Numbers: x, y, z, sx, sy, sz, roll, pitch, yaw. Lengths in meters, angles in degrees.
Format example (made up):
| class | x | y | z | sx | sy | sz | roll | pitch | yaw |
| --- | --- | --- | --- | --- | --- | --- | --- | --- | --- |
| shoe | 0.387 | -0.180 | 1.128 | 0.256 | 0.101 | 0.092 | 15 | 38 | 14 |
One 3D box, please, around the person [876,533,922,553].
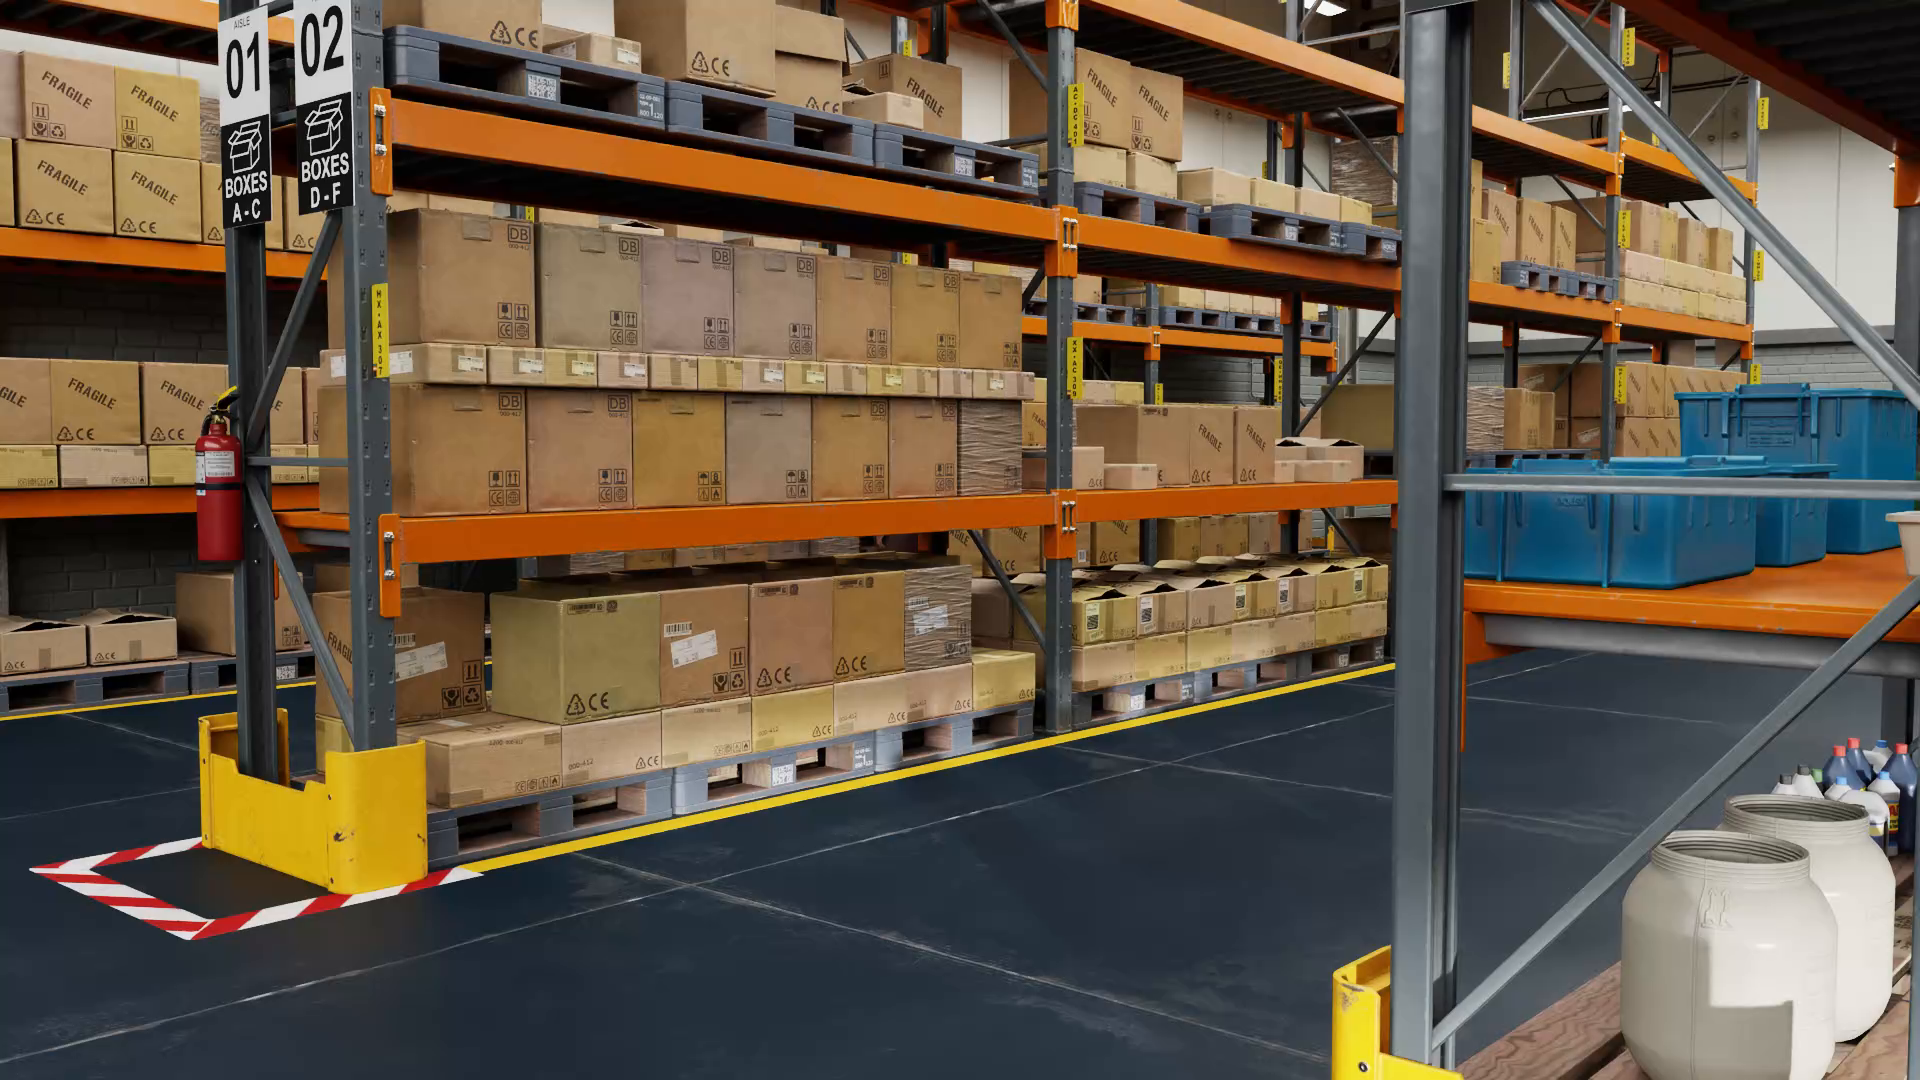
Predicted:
| class | x | y | z | sx | sy | sz | roll | pitch | yaw |
| --- | --- | --- | --- | --- | --- | --- | --- | --- | --- |
| person | -0.447 | -0.091 | 13.228 | 0.429 | 1.772 | 0.649 | 3 | 4 | 37 |
